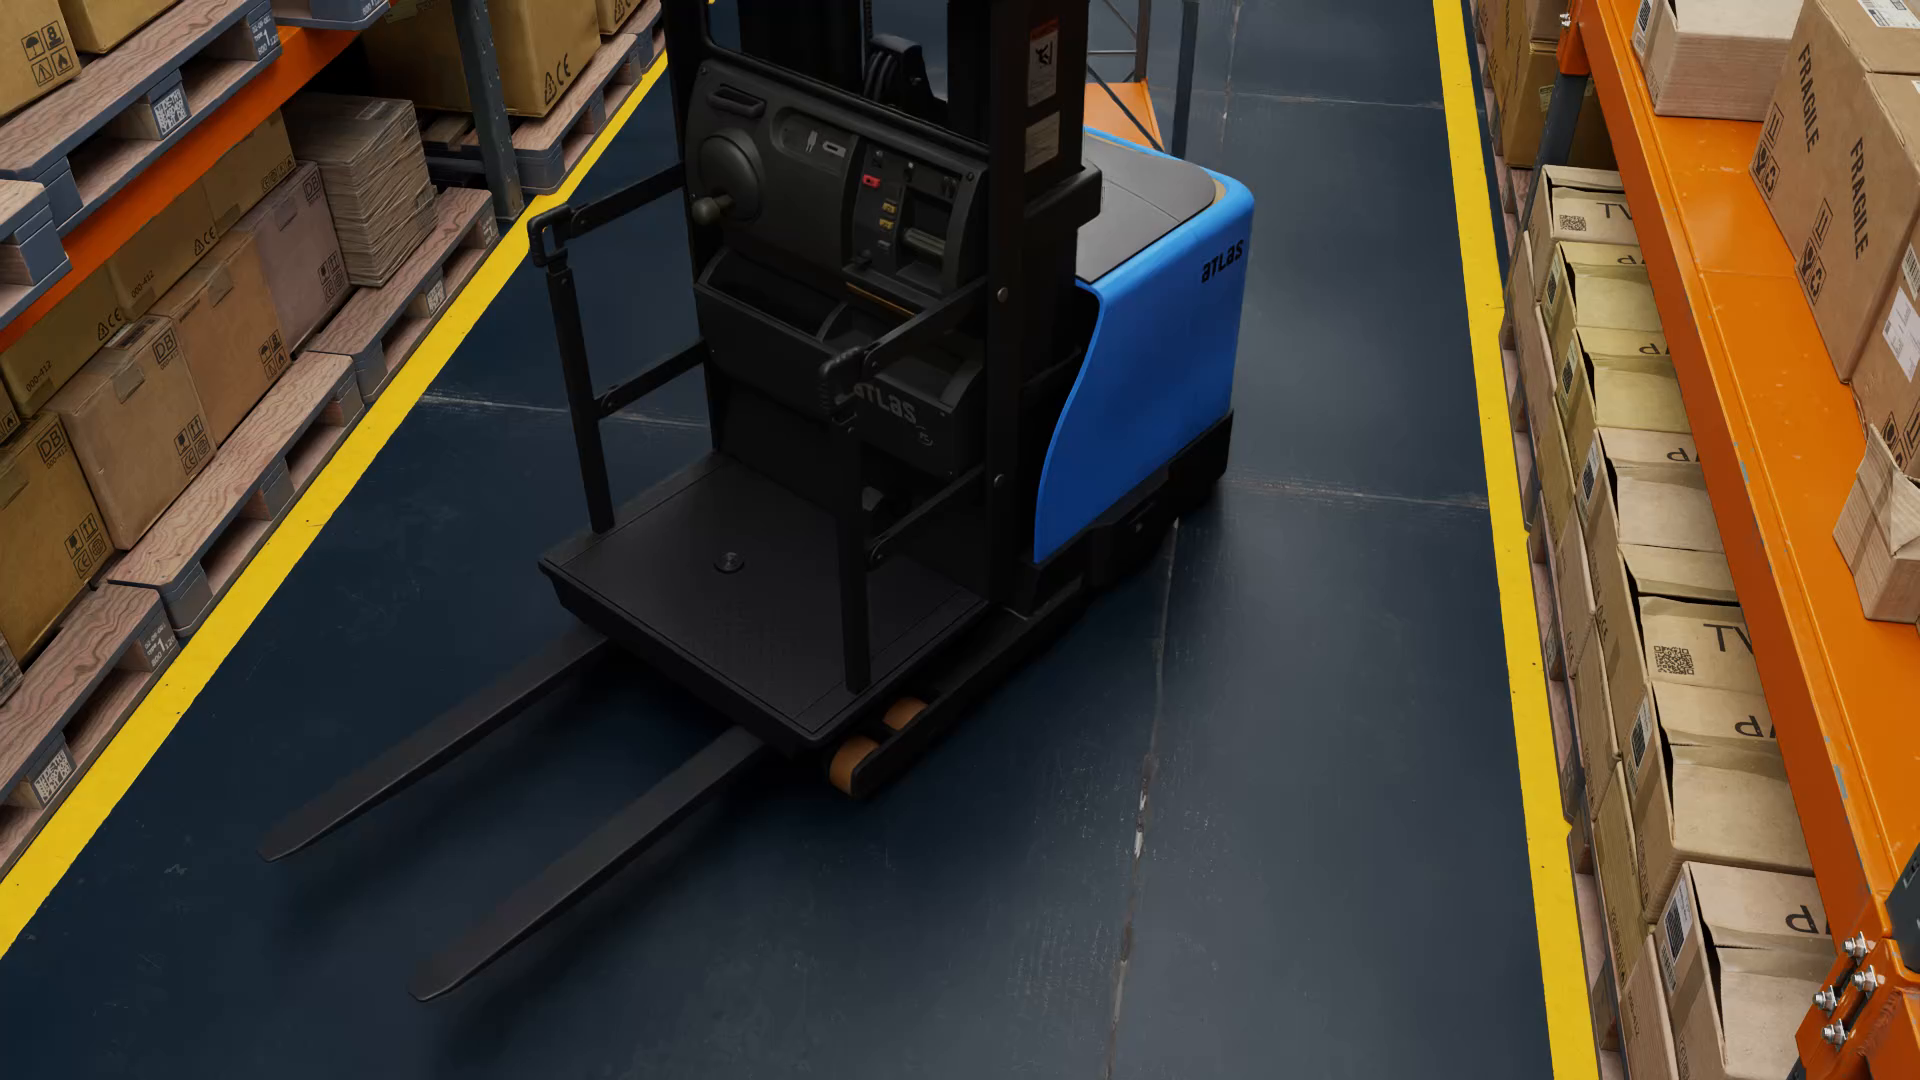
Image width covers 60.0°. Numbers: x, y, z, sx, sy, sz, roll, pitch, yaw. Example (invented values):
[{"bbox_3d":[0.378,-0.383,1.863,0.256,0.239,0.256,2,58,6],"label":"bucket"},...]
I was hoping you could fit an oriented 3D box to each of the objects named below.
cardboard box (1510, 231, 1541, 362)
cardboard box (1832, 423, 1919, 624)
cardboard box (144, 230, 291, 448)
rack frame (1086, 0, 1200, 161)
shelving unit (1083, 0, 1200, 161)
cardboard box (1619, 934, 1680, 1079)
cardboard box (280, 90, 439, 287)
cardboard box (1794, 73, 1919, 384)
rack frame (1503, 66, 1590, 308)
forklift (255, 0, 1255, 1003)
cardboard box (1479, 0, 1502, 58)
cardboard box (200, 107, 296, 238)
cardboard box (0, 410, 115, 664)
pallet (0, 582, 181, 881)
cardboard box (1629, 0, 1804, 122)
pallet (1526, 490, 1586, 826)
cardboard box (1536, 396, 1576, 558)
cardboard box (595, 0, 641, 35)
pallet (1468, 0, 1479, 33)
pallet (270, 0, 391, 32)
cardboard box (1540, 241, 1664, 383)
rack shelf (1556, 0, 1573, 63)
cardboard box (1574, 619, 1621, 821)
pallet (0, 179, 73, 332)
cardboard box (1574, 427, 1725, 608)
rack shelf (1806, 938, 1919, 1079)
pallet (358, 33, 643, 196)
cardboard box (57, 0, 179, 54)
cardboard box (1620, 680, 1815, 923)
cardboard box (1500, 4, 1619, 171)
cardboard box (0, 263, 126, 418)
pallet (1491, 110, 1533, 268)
[{"bbox_3d":[2.189,-0.812,5.706,0.500,0.250,0.500,6,40,8],"label":"cardboard box"},{"bbox_3d":[1.848,-0.016,3.021,0.396,0.266,0.258,5,40,7],"label":"cardboard box"},{"bbox_3d":[-2.646,-0.673,5.327,0.700,0.500,0.500,6,40,7],"label":"cardboard box"},{"bbox_3d":[0.487,-1.190,5.512,0.500,1.500,0.032,-1,40,-1],"label":"rack frame"},{"bbox_3d":[0.473,-1.519,5.911,0.587,1.500,1.083,-1,40,-1],"label":"shelving unit"},{"bbox_3d":[1.663,1.110,3.382,0.500,0.250,0.500,6,40,7],"label":"cardboard box"},{"bbox_3d":[-2.384,-1.299,6.083,0.700,0.500,0.500,7,40,8],"label":"cardboard box"},{"bbox_3d":[2.204,-0.659,3.615,0.500,0.500,0.500,6,40,8],"label":"cardboard box"},{"bbox_3d":[2.569,-2.006,5.322,1.000,3.000,0.127,6,40,8],"label":"rack frame"},{"bbox_3d":[-0.464,-0.811,3.930,1.130,2.935,3.031,28,47,30],"label":"forklift"},{"bbox_3d":[2.674,-2.480,7.512,0.500,0.500,0.500,5,40,6],"label":"cardboard box"},{"bbox_3d":[-2.544,-1.237,5.420,0.500,0.250,0.500,7,40,9],"label":"cardboard box"},{"bbox_3d":[-2.852,-0.039,4.560,0.700,0.500,0.500,6,40,7],"label":"cardboard box"},{"bbox_3d":[-2.870,0.546,4.424,1.003,0.211,1.213,6,40,8],"label":"pallet"},{"bbox_3d":[2.223,-1.432,4.698,0.500,0.311,0.500,6,40,7],"label":"cardboard box"},{"bbox_3d":[2.175,0.344,4.668,1.003,0.211,1.213,6,40,8],"label":"pallet"},{"bbox_3d":[2.019,-0.169,4.929,0.500,0.250,0.500,5,40,6],"label":"cardboard box"},{"bbox_3d":[-1.896,-2.879,7.736,0.750,0.750,0.750,6,40,7],"label":"cardboard box"},{"bbox_3d":[3.158,-2.927,8.625,1.003,0.211,1.213,6,40,8],"label":"pallet"},{"bbox_3d":[-2.329,-2.017,5.486,1.213,0.211,1.003,6,40,8],"label":"pallet"},{"bbox_3d":[2.106,-0.697,5.128,0.500,0.311,0.500,5,40,7],"label":"cardboard box"},{"bbox_3d":[2.915,-2.984,7.070,1.077,0.370,4.000,6,40,8],"label":"rack shelf"},{"bbox_3d":[1.840,0.472,4.154,0.500,0.250,0.500,7,40,9],"label":"cardboard box"},{"bbox_3d":[-2.727,-0.429,3.566,1.003,0.211,1.213,6,40,8],"label":"pallet"},{"bbox_3d":[1.928,-0.055,4.351,0.500,0.311,0.500,6,40,7],"label":"cardboard box"},{"bbox_3d":[1.531,2.037,0.997,1.077,0.370,4.000,6,40,8],"label":"rack shelf"},{"bbox_3d":[-2.100,-1.962,7.457,1.003,0.211,1.213,6,40,8],"label":"pallet"},{"bbox_3d":[-2.576,-1.678,4.501,0.700,0.500,0.500,6,40,8],"label":"cardboard box"},{"bbox_3d":[1.748,0.573,3.591,0.500,0.311,0.500,7,40,9],"label":"cardboard box"},{"bbox_3d":[2.500,-1.825,6.720,0.500,0.500,0.500,8,40,9],"label":"cardboard box"},{"bbox_3d":[-2.733,-0.602,4.652,0.500,0.250,0.500,5,40,6],"label":"cardboard box"},{"bbox_3d":[2.735,-1.396,6.773,1.003,0.211,1.213,6,40,8],"label":"pallet"}]
